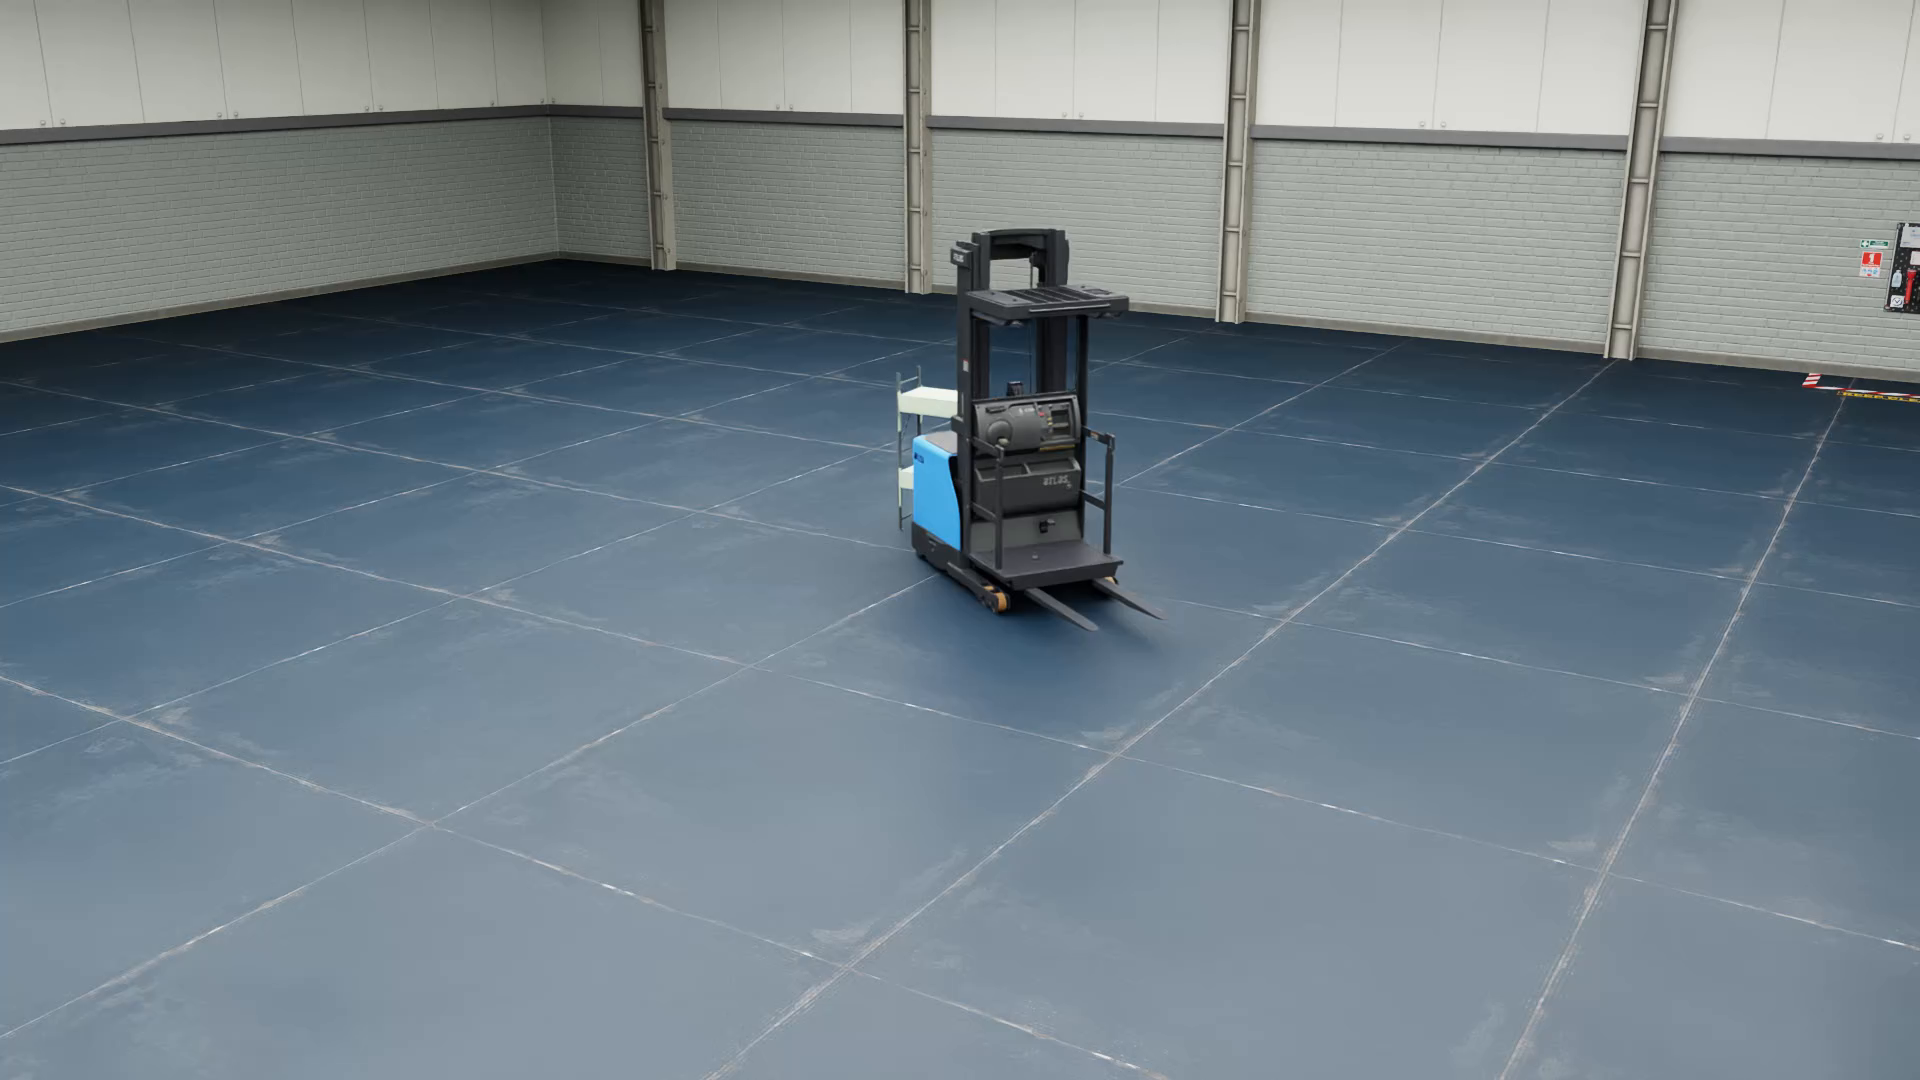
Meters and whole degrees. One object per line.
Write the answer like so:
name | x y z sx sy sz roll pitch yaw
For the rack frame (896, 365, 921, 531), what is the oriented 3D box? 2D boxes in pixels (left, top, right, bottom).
rack frame | -0.471 -0.851 15.472 0.023 1.500 0.400 9 19 28

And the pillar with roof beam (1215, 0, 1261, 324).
pillar with roof beam | 2.120 -6.778 22.080 0.400 9.000 9.100 10 20 30

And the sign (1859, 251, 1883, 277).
sign | 12.095 -3.660 22.078 0.234 0.329 0.001 10 20 30

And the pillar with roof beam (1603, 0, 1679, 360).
pillar with roof beam | 7.233 -5.865 19.076 0.400 9.000 9.100 10 20 30

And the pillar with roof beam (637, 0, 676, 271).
pillar with roof beam | -8.106 -8.603 28.089 0.400 9.000 9.100 10 20 30

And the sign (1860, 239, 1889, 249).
sign | 12.095 -3.911 21.991 0.331 0.109 0.001 10 20 30

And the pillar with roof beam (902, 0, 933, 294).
pillar with roof beam | -2.993 -7.690 25.085 0.400 9.000 9.100 10 20 30

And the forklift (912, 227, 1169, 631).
forklift | 0.645 -0.959 13.365 1.130 2.935 3.031 -8 18 -24

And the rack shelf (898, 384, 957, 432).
rack shelf | -0.152 -1.173 15.187 0.720 0.370 0.431 9 19 28

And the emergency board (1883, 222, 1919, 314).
emergency board | 12.513 -3.534 21.722 0.643 1.169 0.194 10 20 30

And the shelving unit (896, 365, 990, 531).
shelving unit | -0.152 -0.799 15.300 0.755 1.500 0.431 9 19 28

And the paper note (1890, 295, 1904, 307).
paper note | 12.398 -3.156 21.995 0.142 0.148 0.016 10 20 30

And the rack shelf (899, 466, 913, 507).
rack shelf | -0.152 -0.487 15.395 0.720 0.370 0.431 9 19 28
